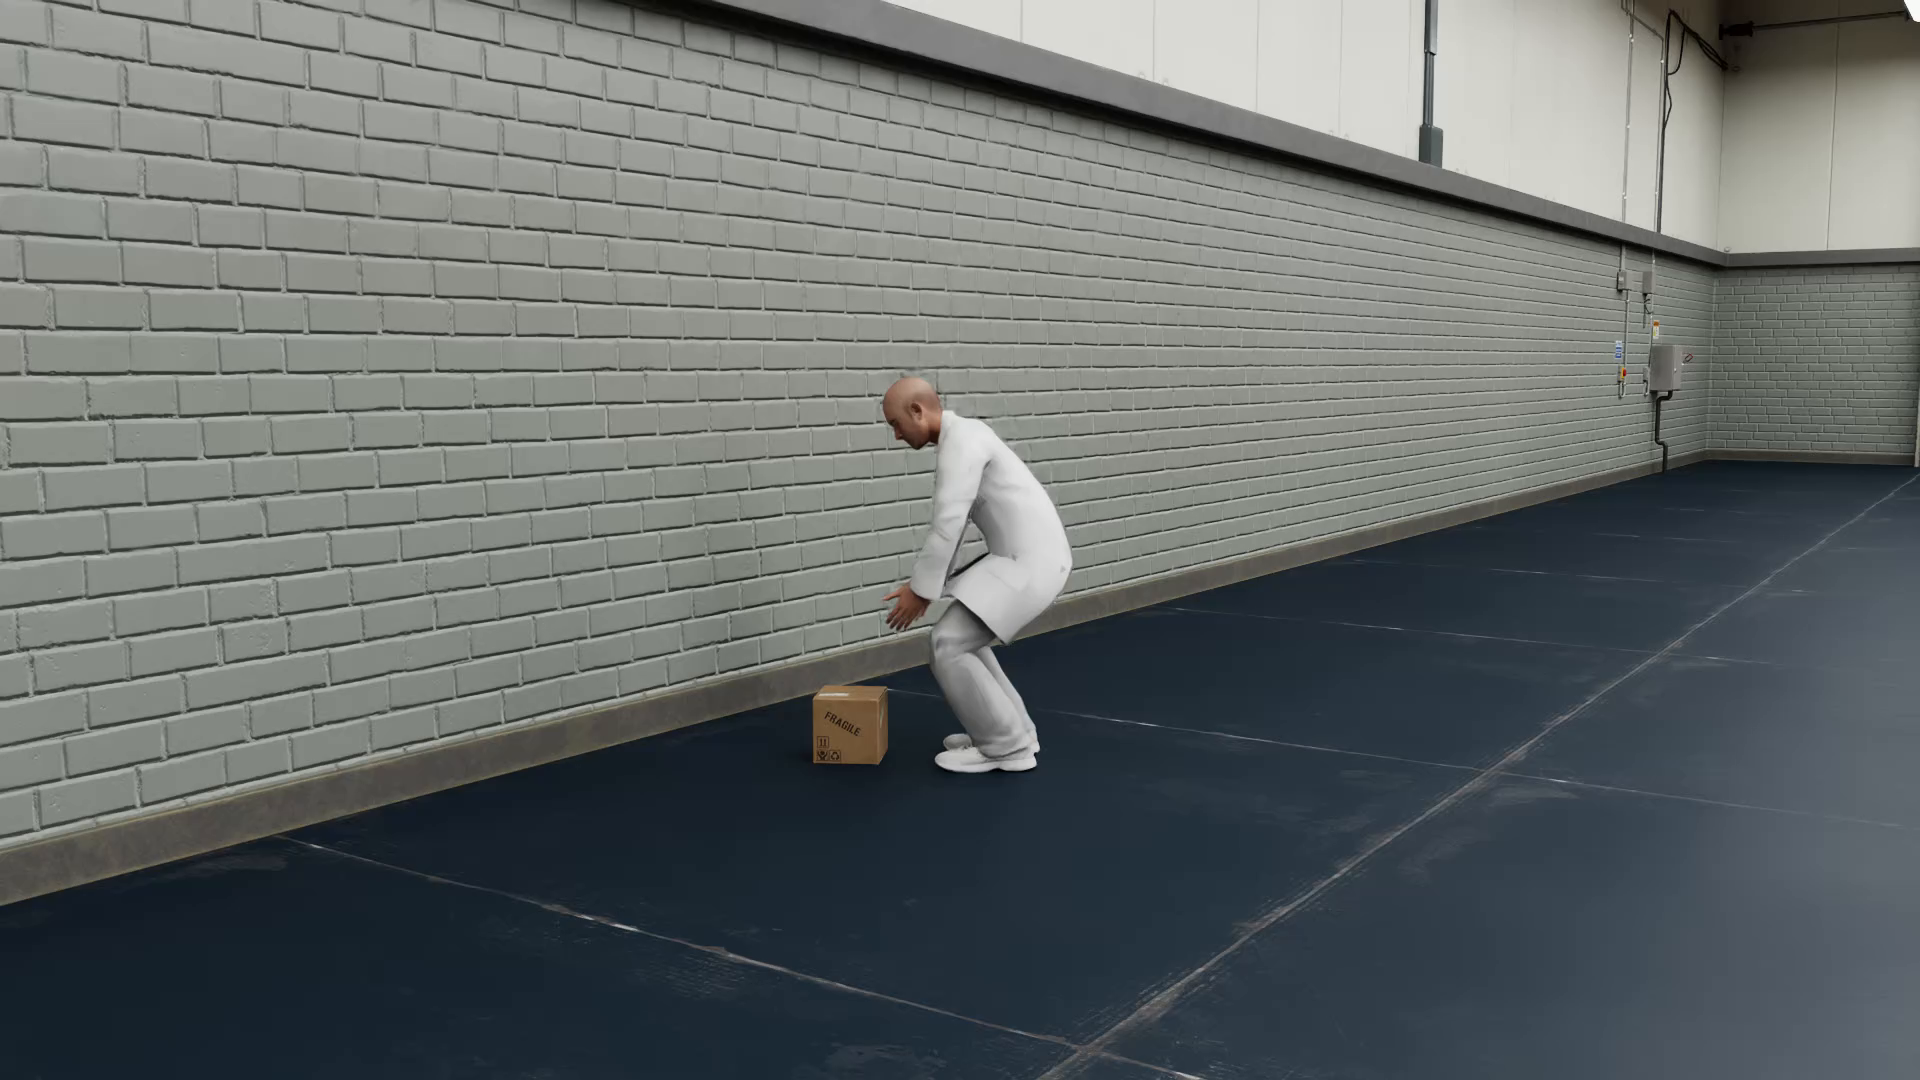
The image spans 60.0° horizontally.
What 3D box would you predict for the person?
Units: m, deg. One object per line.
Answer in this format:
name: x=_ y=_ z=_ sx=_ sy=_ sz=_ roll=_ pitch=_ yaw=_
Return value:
person: x=0.065 y=0.121 z=6.179 sx=0.701 sy=1.453 sz=0.631 roll=1 pitch=6 yaw=5
